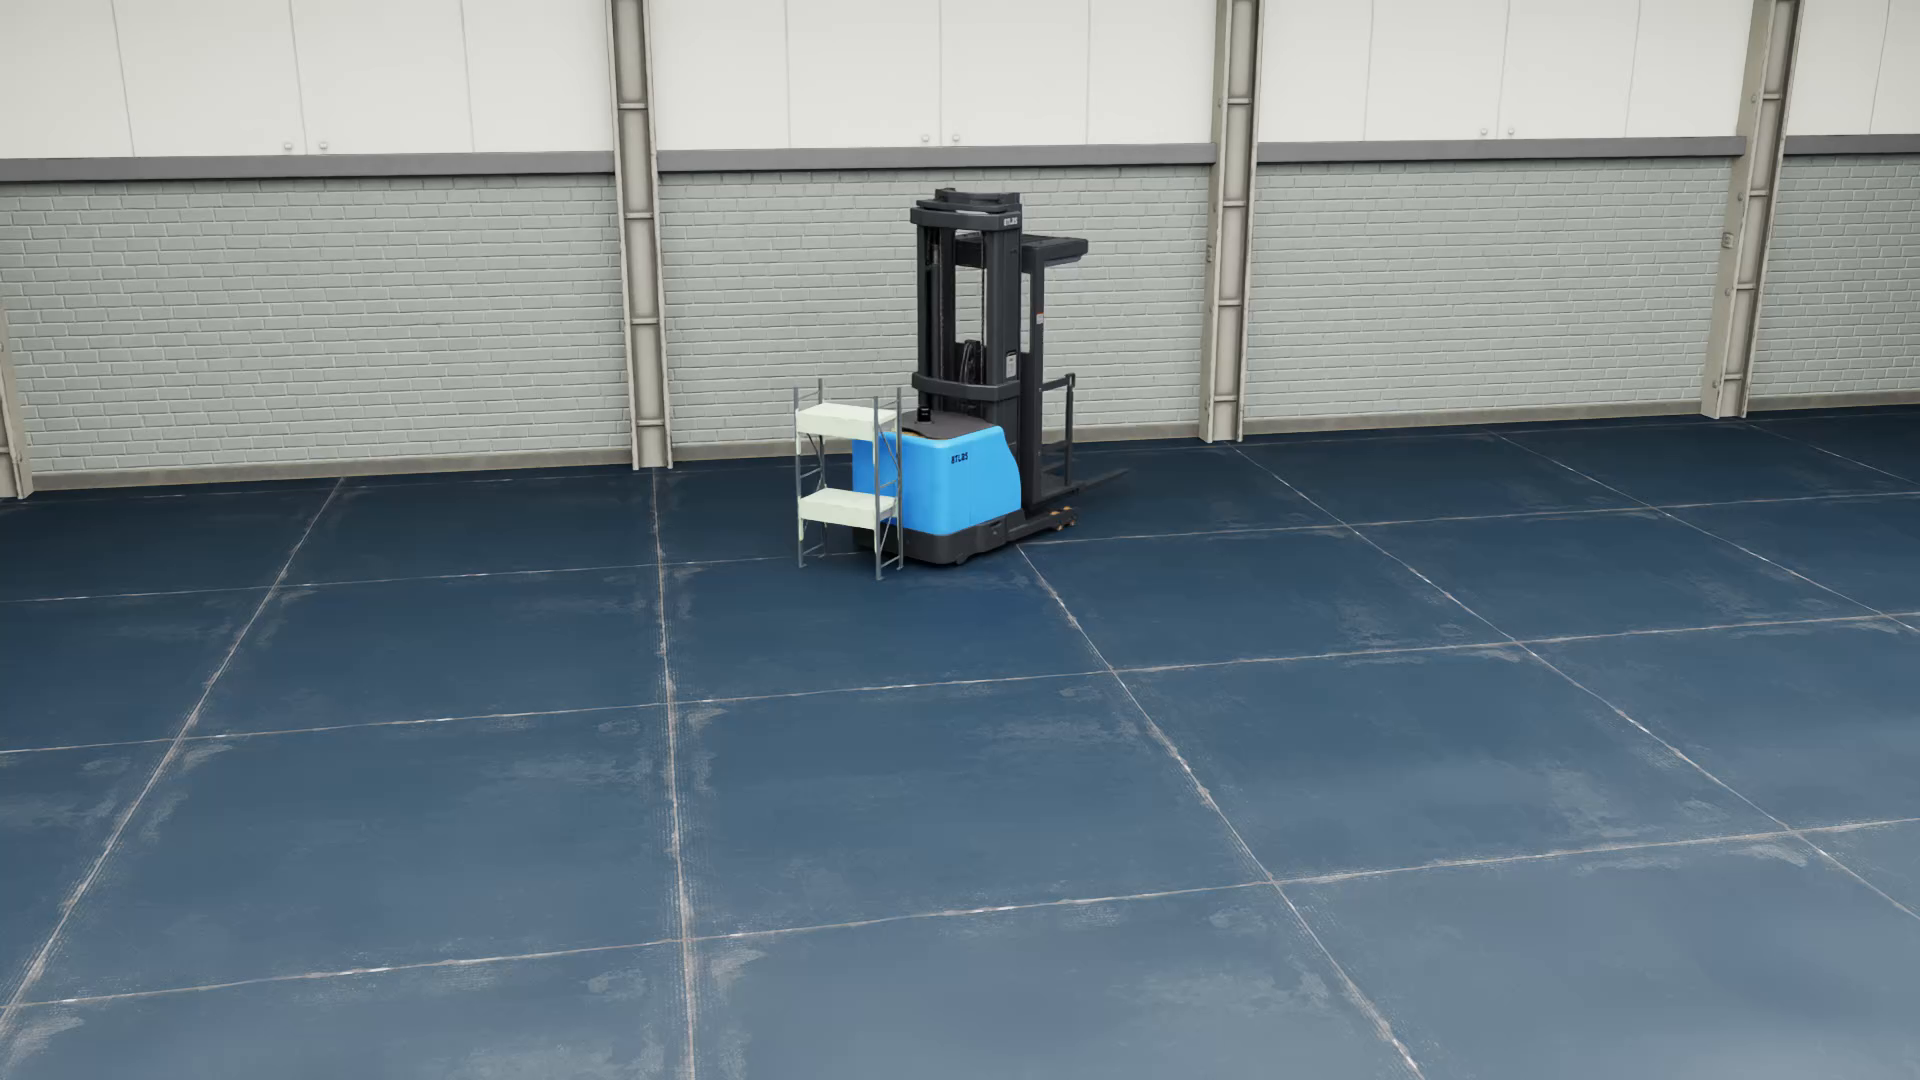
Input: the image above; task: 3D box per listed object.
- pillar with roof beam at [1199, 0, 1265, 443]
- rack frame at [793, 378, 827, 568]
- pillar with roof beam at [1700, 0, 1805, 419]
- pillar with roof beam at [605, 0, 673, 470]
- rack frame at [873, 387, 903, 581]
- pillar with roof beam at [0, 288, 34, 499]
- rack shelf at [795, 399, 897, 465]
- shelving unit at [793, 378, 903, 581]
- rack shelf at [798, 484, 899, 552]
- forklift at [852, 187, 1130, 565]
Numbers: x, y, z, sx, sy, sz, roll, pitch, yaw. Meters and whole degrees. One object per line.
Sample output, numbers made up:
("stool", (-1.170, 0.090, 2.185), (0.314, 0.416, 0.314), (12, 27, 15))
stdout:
("pillar with roof beam", (3.610, -4.149, 12.495), (0.400, 9.000, 9.100), (-3, 17, -10))
("rack frame", (-1.215, -0.542, 13.519), (0.023, 1.500, 0.400), (9, 19, 26))
("pillar with roof beam", (9.501, -4.484, 13.583), (0.400, 9.000, 9.100), (-3, 17, -10))
("pillar with roof beam", (-2.281, -3.815, 11.406), (0.400, 9.000, 9.100), (-3, 17, -10))
("rack frame", (-0.565, -0.443, 13.196), (0.023, 1.500, 0.400), (9, 19, 26))
("pillar with roof beam", (-8.172, -3.481, 10.318), (0.400, 9.000, 9.100), (-3, 17, -10))
("rack shelf", (-0.891, -0.865, 13.242), (0.720, 0.370, 0.431), (9, 19, 26))
("shelving unit", (-0.890, -0.492, 13.357), (0.755, 1.500, 0.431), (9, 19, 26))
("rack shelf", (-0.890, -0.181, 13.454), (0.720, 0.370, 0.431), (9, 19, 26))
("forklift", (0.400, -1.569, 14.427), (1.130, 2.935, 3.031), (13, 21, 37))
